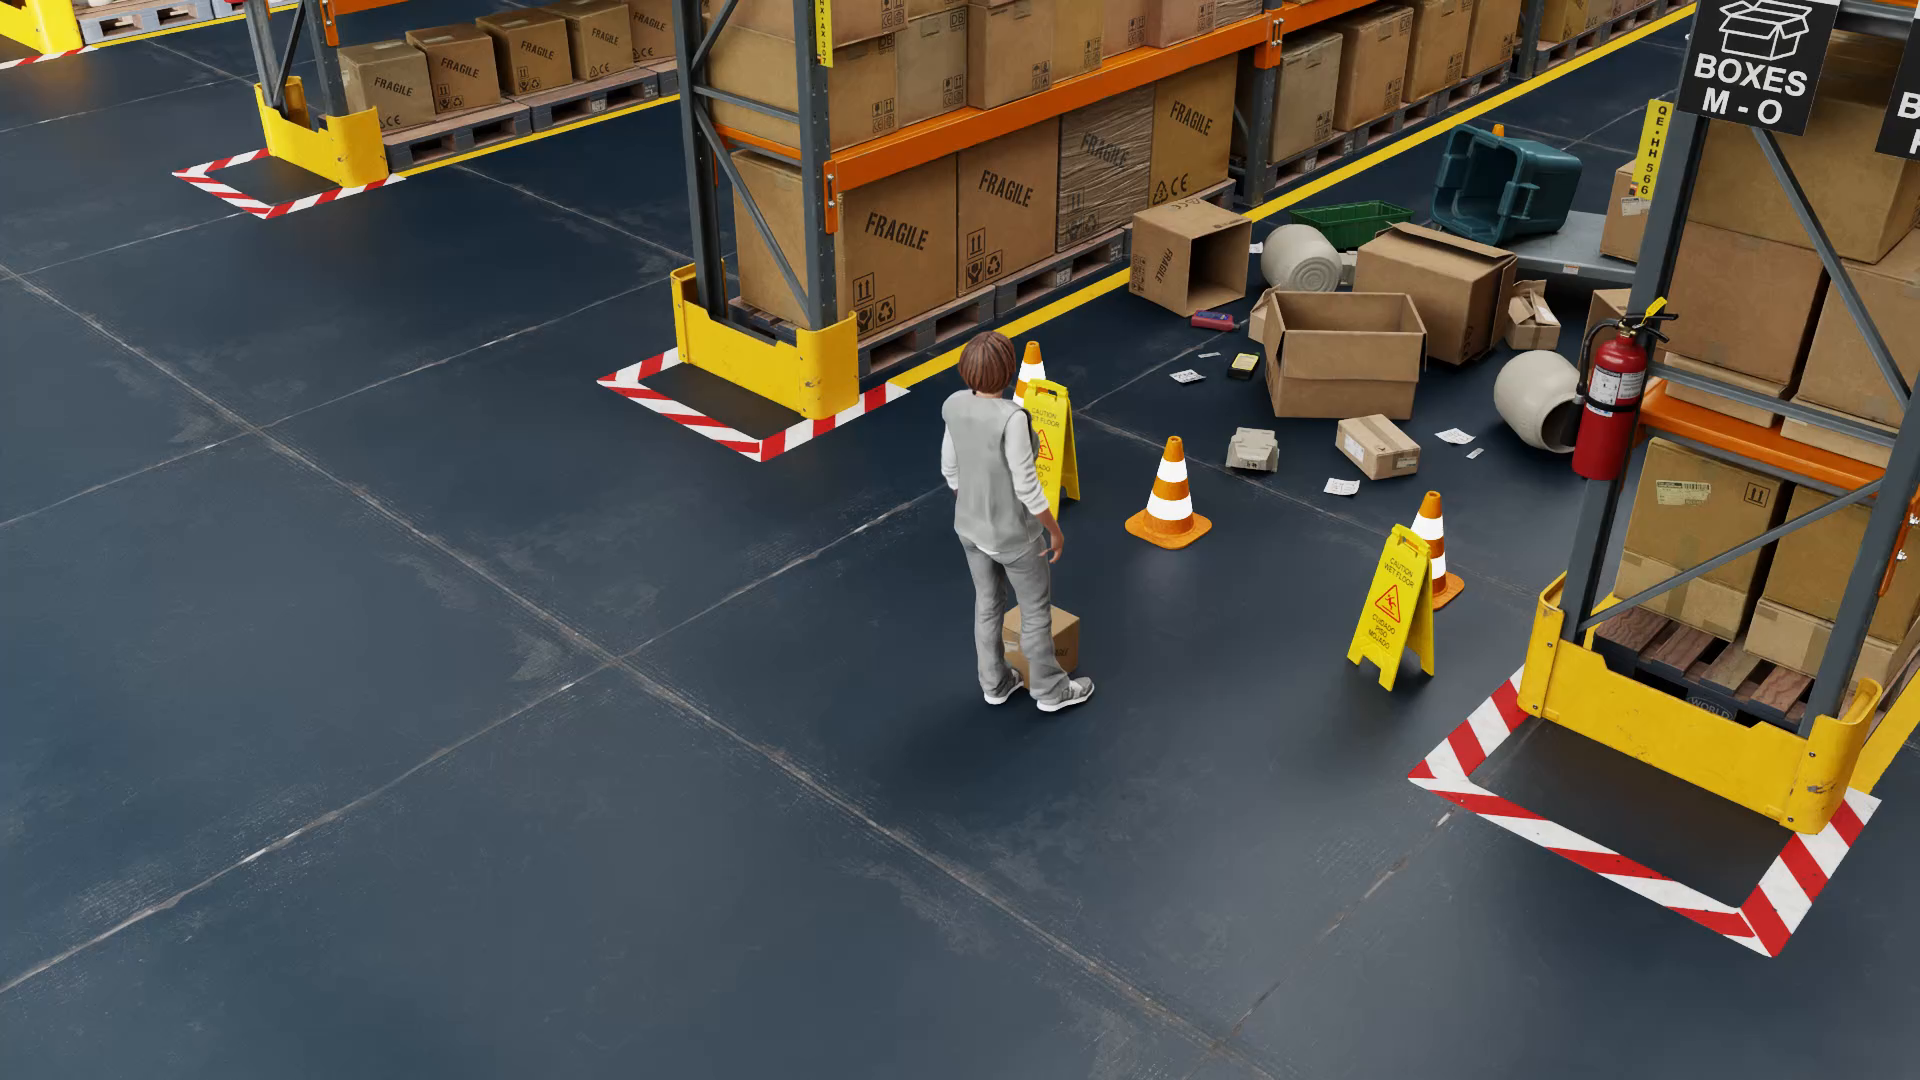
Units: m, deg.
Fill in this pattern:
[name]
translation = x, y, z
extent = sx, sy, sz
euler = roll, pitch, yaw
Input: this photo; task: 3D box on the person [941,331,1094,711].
[person]
translation = 0.207, -0.069, 6.238
extent = 0.520, 1.596, 0.475
euler = 26, 40, 35
